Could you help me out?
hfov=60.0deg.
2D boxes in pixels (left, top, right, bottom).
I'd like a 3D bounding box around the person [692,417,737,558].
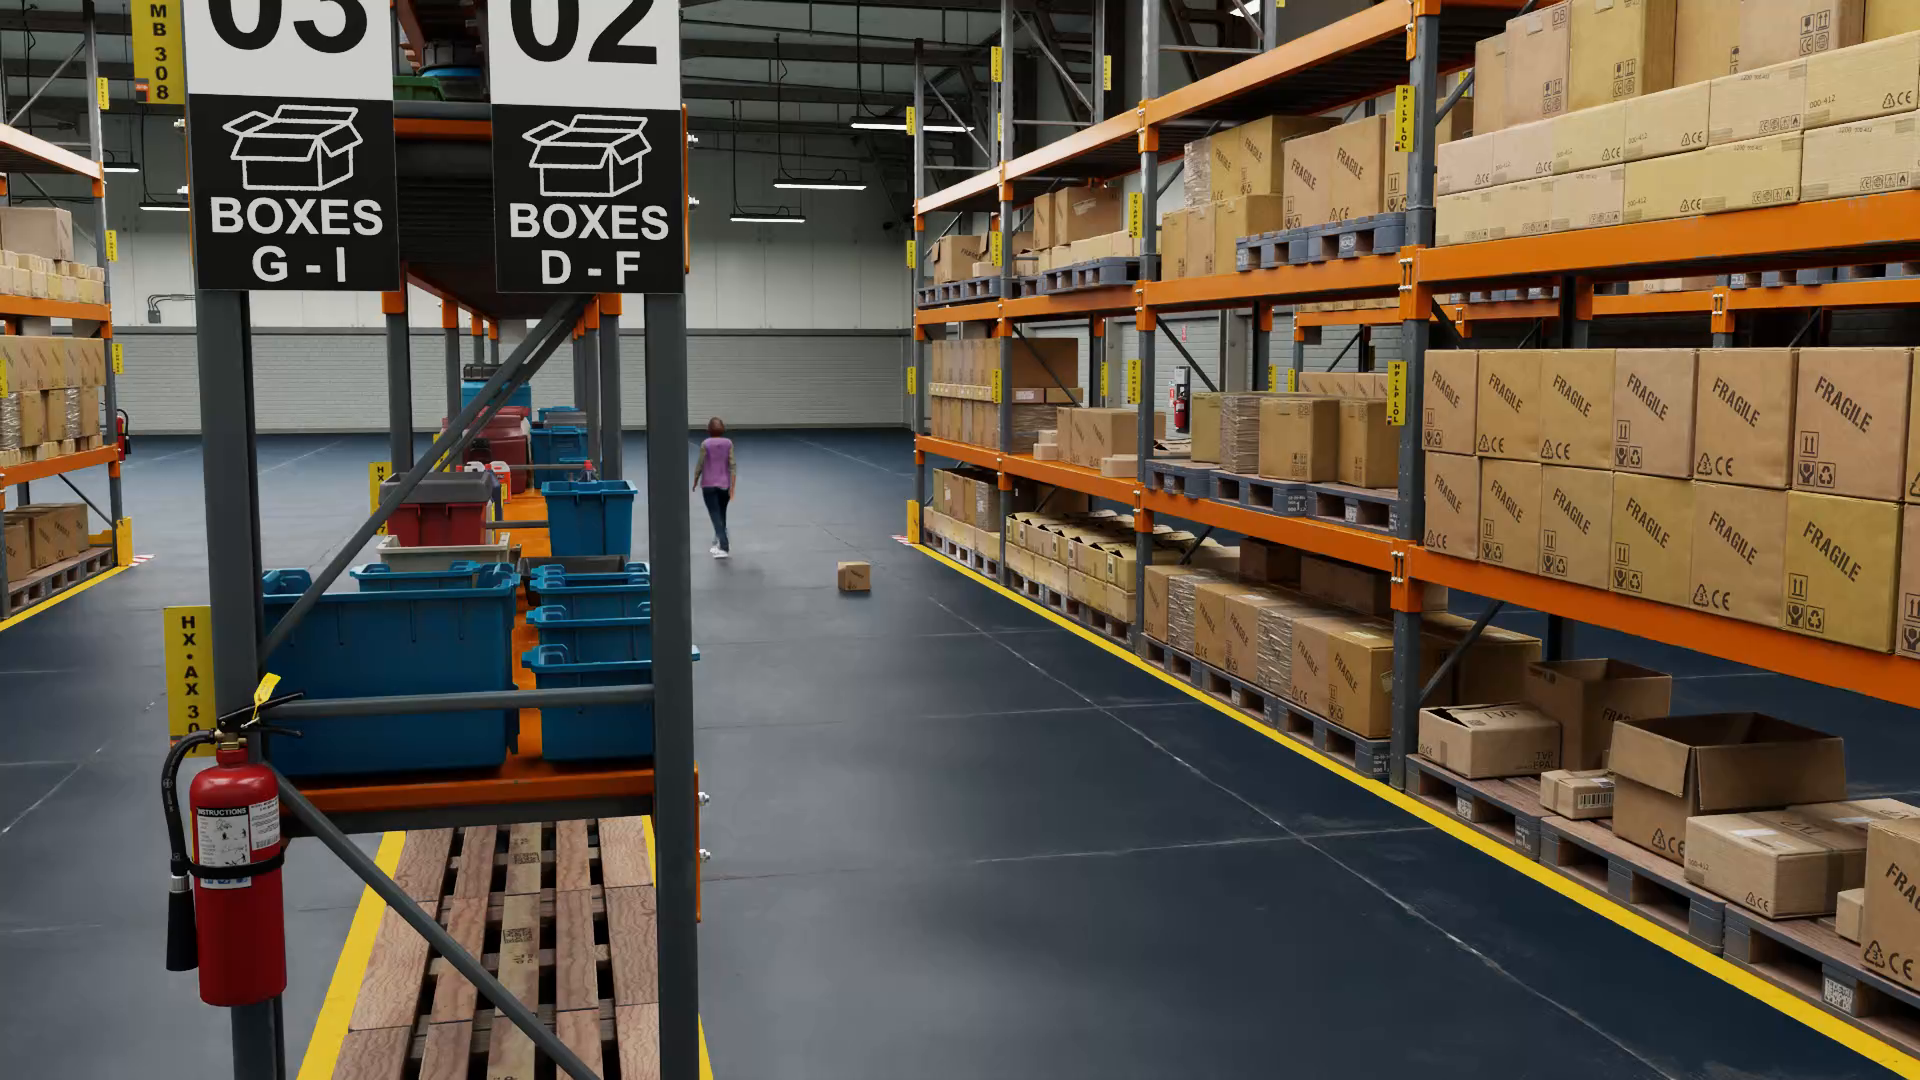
[{"bbox_3d":[-2.768,-0.599,18.656,0.433,1.564,0.858,-3,7,-28],"label":"person"}]
